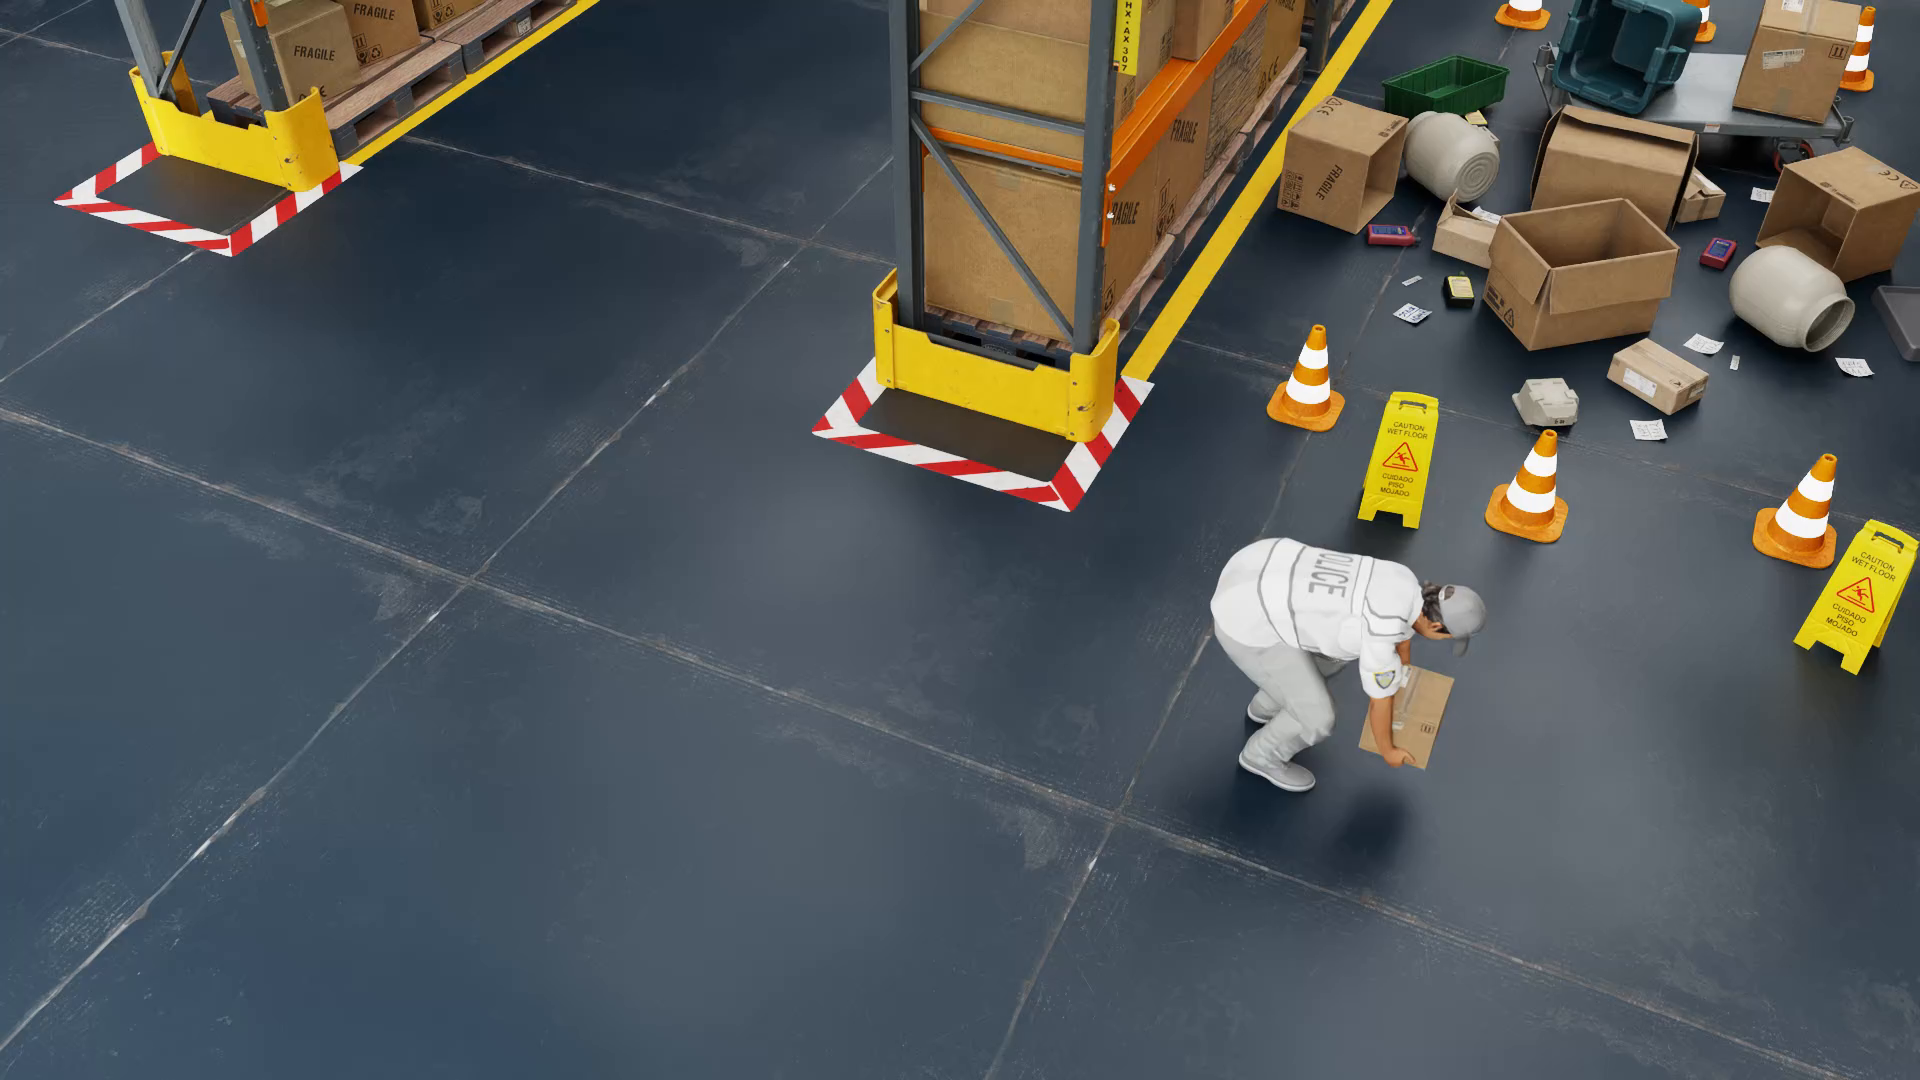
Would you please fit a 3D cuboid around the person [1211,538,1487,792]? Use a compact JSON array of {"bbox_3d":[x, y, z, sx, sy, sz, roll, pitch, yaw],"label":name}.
[{"bbox_3d":[1.373,0.469,6.116,0.937,1.032,0.504,15,44,16],"label":"person"}]
